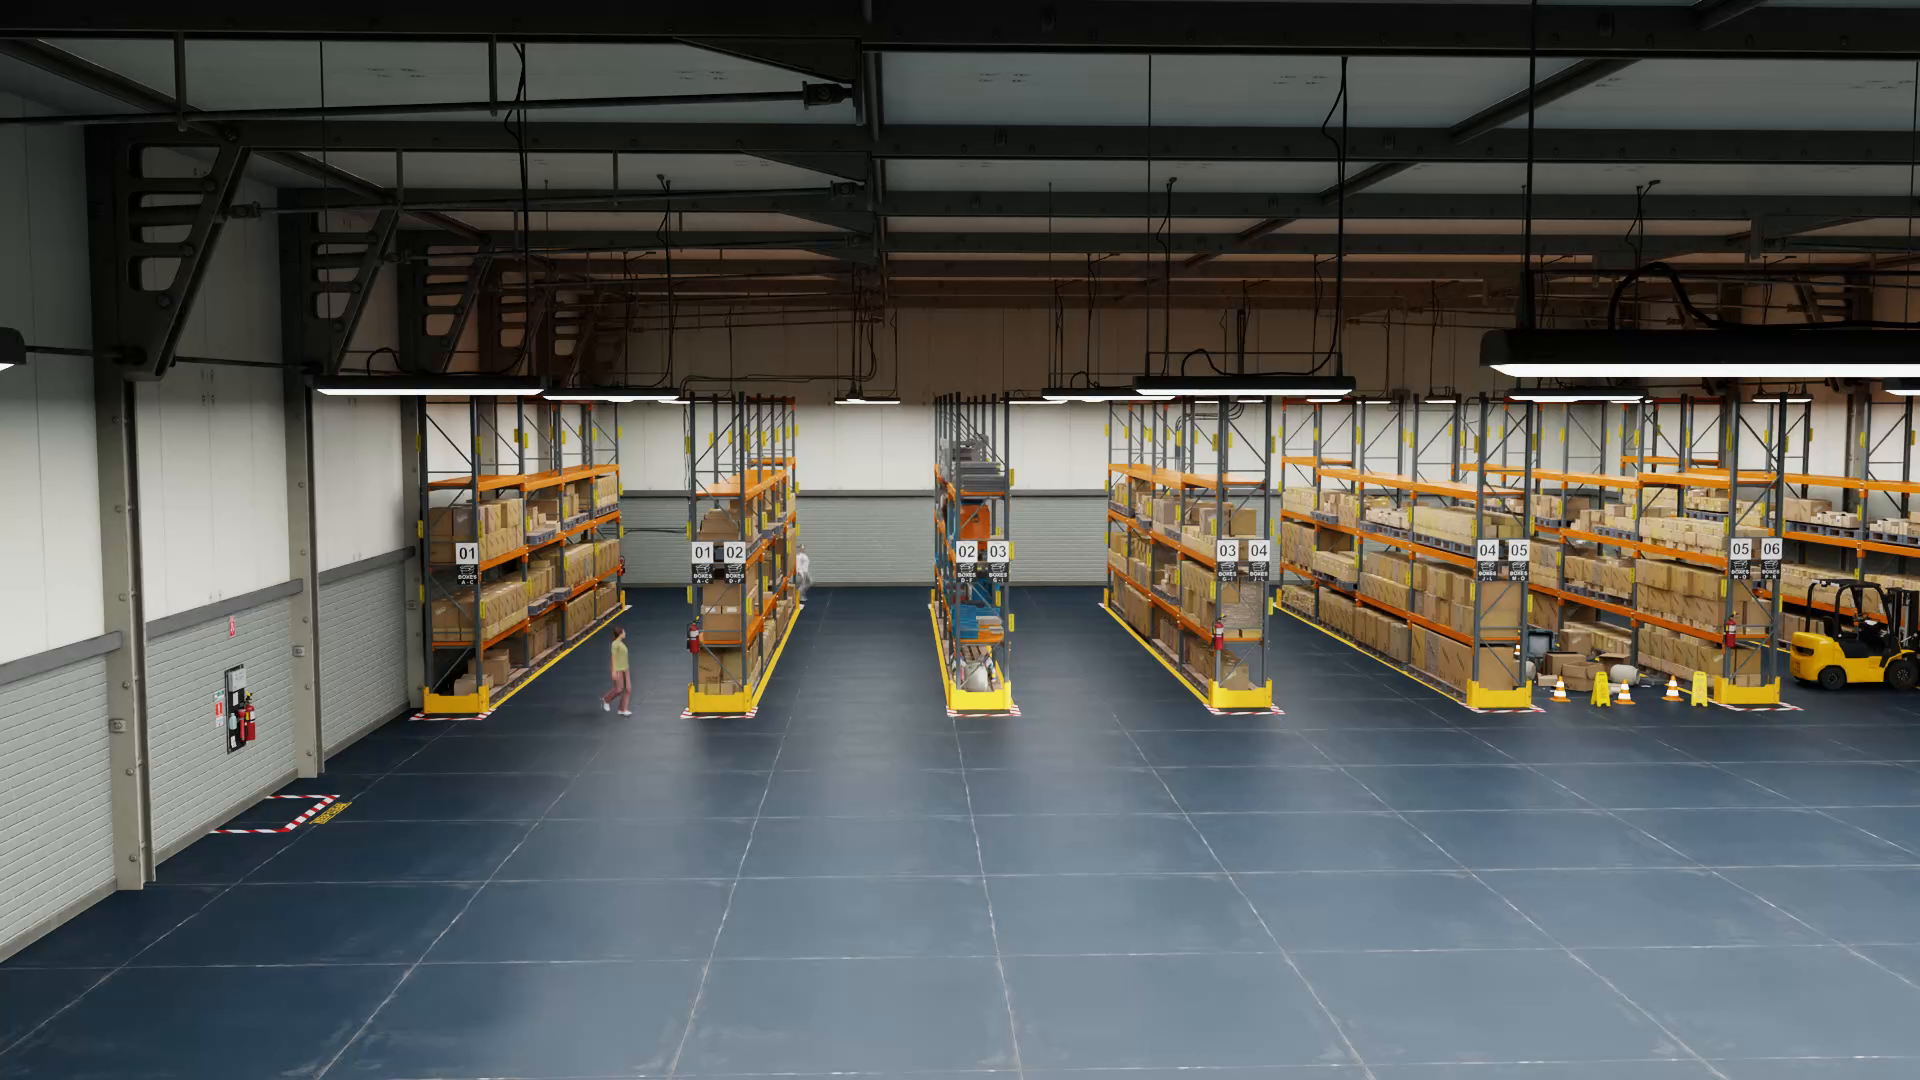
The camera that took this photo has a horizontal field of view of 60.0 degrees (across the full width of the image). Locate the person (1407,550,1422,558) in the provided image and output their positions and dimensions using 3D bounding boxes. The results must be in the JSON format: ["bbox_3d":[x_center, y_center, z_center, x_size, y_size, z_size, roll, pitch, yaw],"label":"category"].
[{"bbox_3d":[13.850,0.732,50.991,0.452,1.794,0.532,-2,5,-23],"label":"person"}]

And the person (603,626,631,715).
[{"bbox_3d":[-6.358,2.418,30.843,0.595,1.651,0.458,3,6,34],"label":"person"}]

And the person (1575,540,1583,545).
[{"bbox_3d":[18.451,0.874,49.407,0.754,1.768,0.567,0,5,-3],"label":"person"}]

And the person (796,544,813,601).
[{"bbox_3d":[-4.573,0.956,48.858,0.431,1.673,0.540,1,5,10],"label":"person"}]
